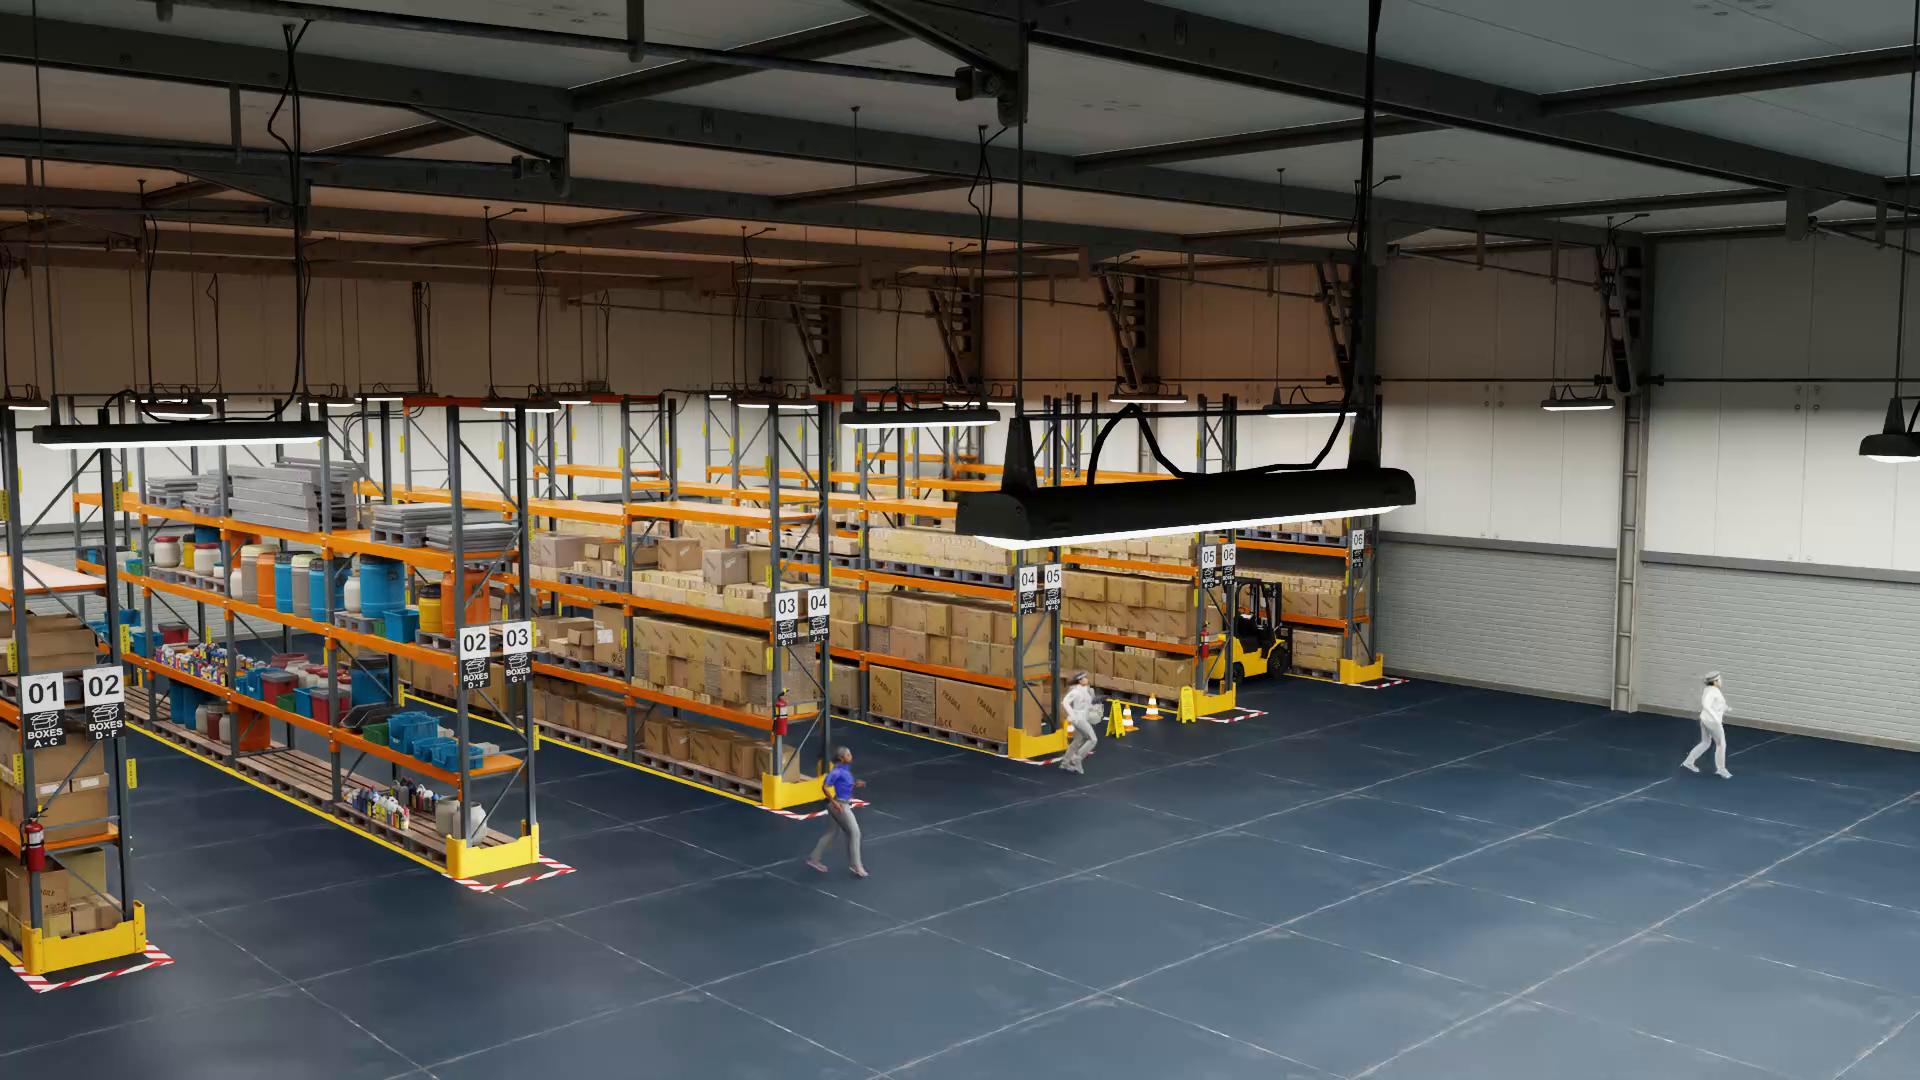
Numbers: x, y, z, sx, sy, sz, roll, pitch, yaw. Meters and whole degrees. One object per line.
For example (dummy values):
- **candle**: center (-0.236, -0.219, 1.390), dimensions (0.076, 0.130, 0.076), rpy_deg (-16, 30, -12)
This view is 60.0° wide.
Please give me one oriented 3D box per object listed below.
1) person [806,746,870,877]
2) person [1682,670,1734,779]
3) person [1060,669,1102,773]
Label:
- **person**: center (-1.562, 3.467, 21.209), dimensions (0.814, 1.709, 0.555), rpy_deg (-1, 6, -10)
- **person**: center (11.960, 2.928, 26.487), dimensions (0.754, 1.729, 0.608), rpy_deg (0, 6, 5)
- **person**: center (1.951, 2.907, 26.759), dimensions (0.655, 1.673, 0.591), rpy_deg (1, 6, 14)
